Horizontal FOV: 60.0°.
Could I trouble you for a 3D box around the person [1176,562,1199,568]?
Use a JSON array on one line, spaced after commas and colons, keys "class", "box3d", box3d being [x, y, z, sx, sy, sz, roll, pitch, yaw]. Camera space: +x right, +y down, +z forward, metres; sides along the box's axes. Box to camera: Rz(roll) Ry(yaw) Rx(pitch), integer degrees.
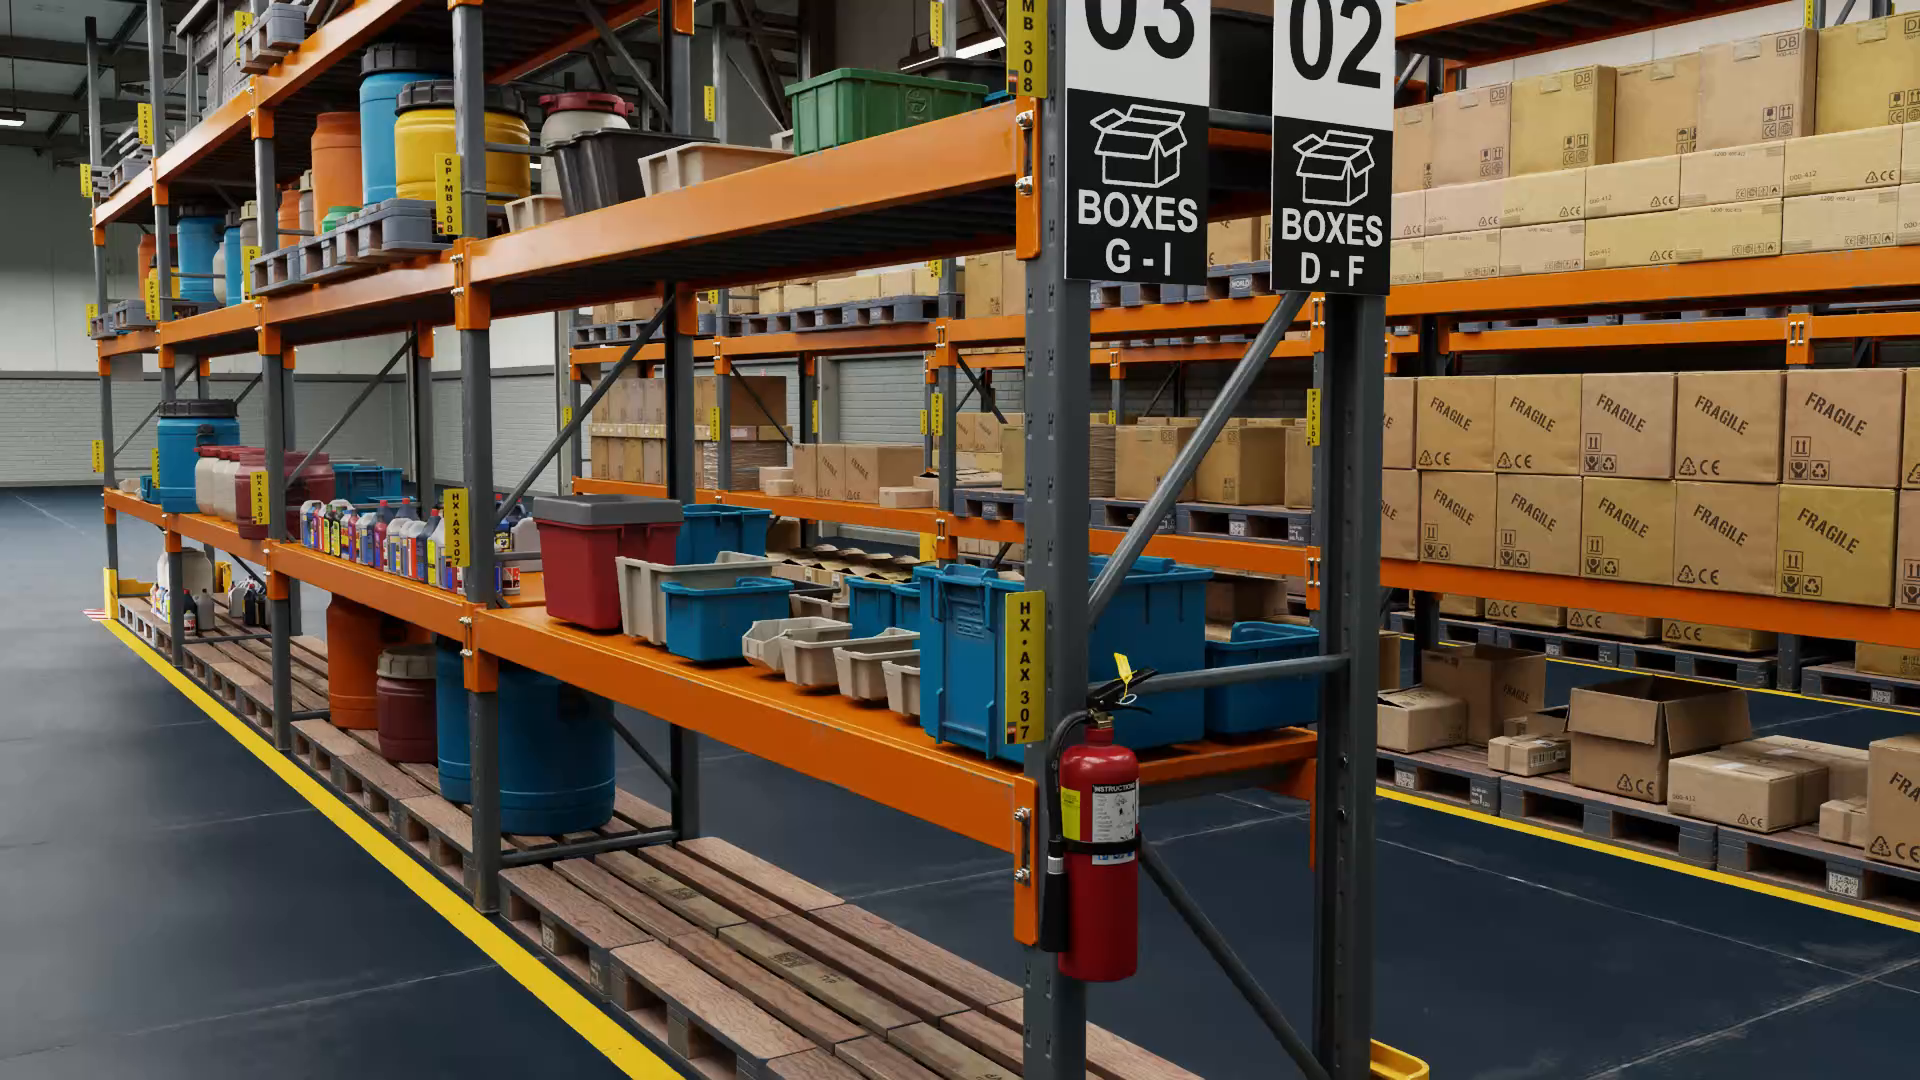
[{"class": "person", "box3d": [2.275, -0.118, 16.966, 0.538, 1.805, 0.584, -3, 6, -37]}]
